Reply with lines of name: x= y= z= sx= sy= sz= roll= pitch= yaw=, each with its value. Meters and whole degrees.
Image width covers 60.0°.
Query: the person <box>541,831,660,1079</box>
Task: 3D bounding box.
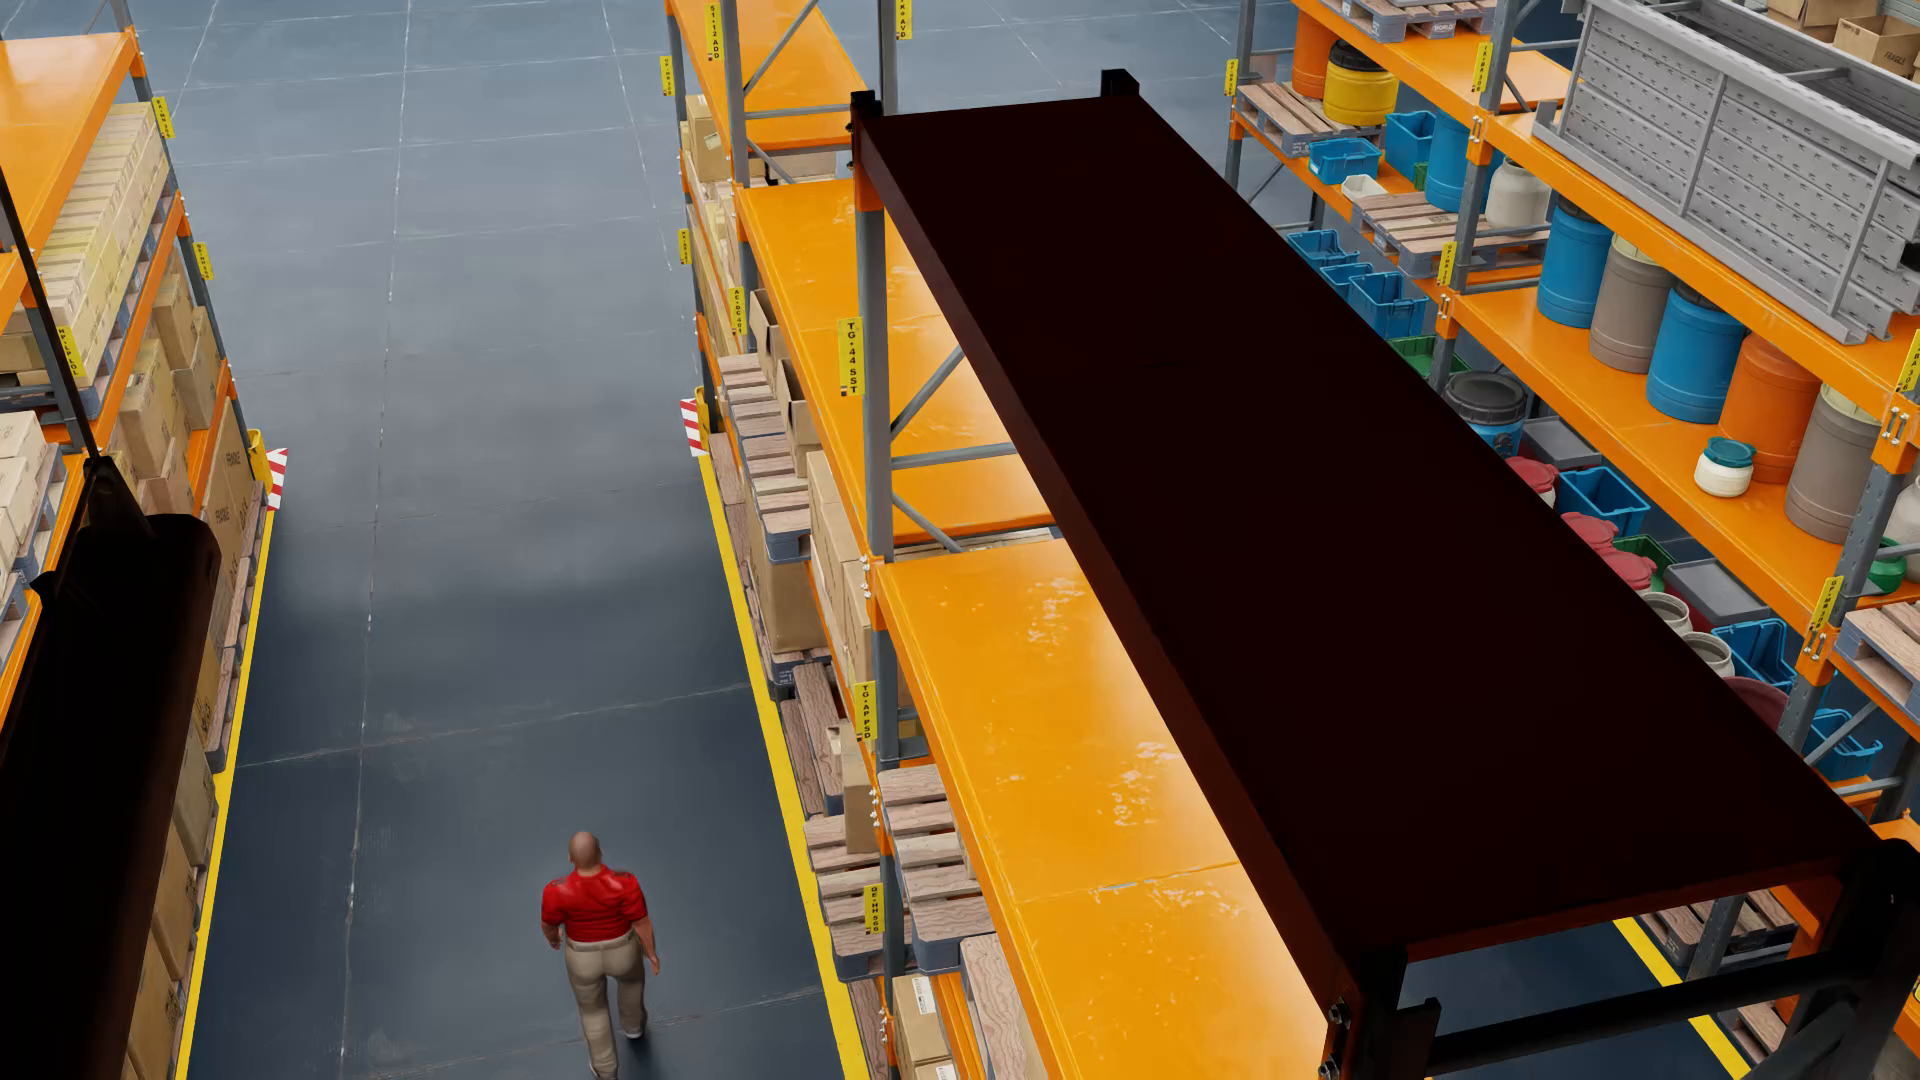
person: x=-1.993 y=2.273 z=9.281 sx=0.598 sy=1.766 sz=0.641 roll=-7 pitch=35 yaw=-10
